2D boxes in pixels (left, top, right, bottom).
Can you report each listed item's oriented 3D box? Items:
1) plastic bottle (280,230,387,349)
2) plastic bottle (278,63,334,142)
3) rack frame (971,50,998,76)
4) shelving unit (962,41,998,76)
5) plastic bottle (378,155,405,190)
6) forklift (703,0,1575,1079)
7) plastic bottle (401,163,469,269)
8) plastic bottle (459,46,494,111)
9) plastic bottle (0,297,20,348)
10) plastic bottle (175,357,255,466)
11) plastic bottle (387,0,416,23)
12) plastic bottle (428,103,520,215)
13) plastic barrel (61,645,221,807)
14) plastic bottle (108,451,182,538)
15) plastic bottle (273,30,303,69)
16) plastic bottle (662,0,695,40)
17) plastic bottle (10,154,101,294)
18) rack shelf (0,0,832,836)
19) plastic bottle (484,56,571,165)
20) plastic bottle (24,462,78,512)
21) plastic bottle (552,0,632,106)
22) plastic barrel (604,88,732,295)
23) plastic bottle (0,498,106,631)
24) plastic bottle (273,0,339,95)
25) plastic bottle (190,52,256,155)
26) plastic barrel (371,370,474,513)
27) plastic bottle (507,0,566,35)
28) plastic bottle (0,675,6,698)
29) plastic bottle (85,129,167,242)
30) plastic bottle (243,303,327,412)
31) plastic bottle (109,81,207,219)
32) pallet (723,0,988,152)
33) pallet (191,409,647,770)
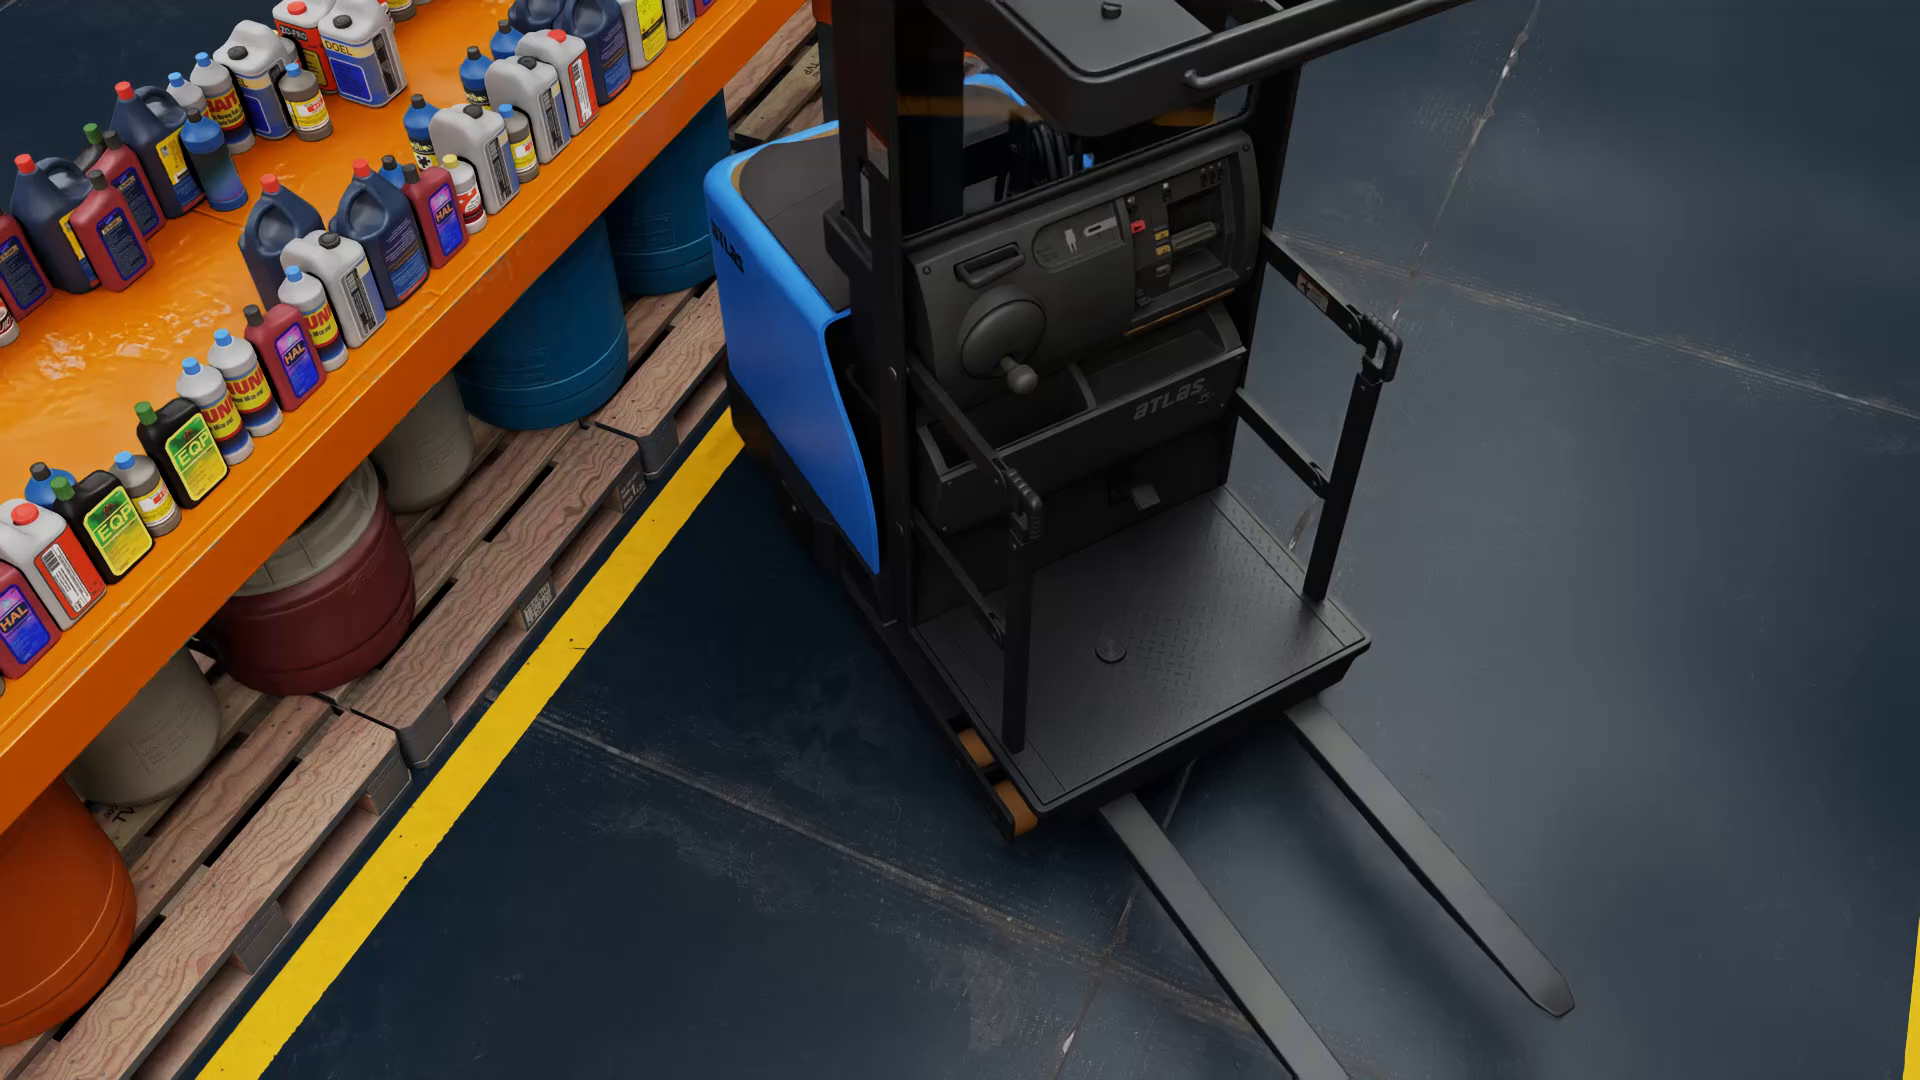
[{"bbox_3d":[-1.461,-0.604,3.876,0.152,0.276,0.135,20,52,16],"label":"plastic bottle"},{"bbox_3d":[-1.737,-1.166,4.403,0.097,0.201,0.097,0,50,0],"label":"plastic bottle"},{"bbox_3d":[-0.004,-1.410,5.646,0.240,1.200,0.006,17,20,14],"label":"rack frame"},{"bbox_3d":[0.025,-1.434,5.730,0.258,1.200,0.189,17,20,14],"label":"shelving unit"},{"bbox_3d":[-1.362,-0.820,4.063,0.097,0.271,0.097,0,50,0],"label":"plastic bottle"},{"bbox_3d":[0.428,-0.548,3.792,1.130,2.935,3.031,-24,54,-19],"label":"forklift"},{"bbox_3d":[-1.283,-0.811,4.047,0.061,0.283,0.133,20,52,16],"label":"plastic bottle"},{"bbox_3d":[-1.247,-1.169,4.359,0.097,0.271,0.097,0,50,0],"label":"plastic bottle"},{"bbox_3d":[-2.288,-0.551,3.880,0.097,0.201,0.097,0,50,0],"label":"plastic bottle"},{"bbox_3d":[-1.626,-0.288,3.610,0.097,0.271,0.097,0,50,0],"label":"plastic bottle"},{"bbox_3d":[-1.636,-1.601,4.774,0.097,0.201,0.097,0,50,0],"label":"plastic bottle"},{"bbox_3d":[-1.226,-0.983,4.198,0.152,0.276,0.135,20,52,16],"label":"plastic bottle"},{"bbox_3d":[-2.176,0.414,4.286,0.421,0.512,0.421,0,50,0],"label":"plastic barrel"},{"bbox_3d":[-1.724,-0.106,3.501,0.097,0.201,0.097,0,50,0],"label":"plastic bottle"},{"bbox_3d":[-1.833,-1.283,4.502,0.097,0.201,0.097,0,50,0],"label":"plastic bottle"},{"bbox_3d":[-0.854,-1.582,4.708,0.152,0.276,0.135,20,52,16],"label":"plastic bottle"},{"bbox_3d":[-2.149,-0.781,3.977,0.144,0.351,0.185,20,52,16],"label":"plastic bottle"},{"bbox_3d":[-1.676,-0.640,4.298,1.077,0.370,4.000,20,52,16],"label":"rack shelf"},{"bbox_3d":[-1.126,-1.142,4.334,0.152,0.276,0.135,20,52,16],"label":"plastic bottle"},{"bbox_3d":[-1.836,-0.057,3.413,0.097,0.271,0.097,0,50,0],"label":"plastic bottle"},{"bbox_3d":[-0.997,-1.368,4.477,0.144,0.351,0.185,20,52,16],"label":"plastic bottle"},{"bbox_3d":[-1.069,-1.338,5.521,0.600,0.901,0.708,20,52,16],"label":"plastic barrel"},{"bbox_3d":[-1.855,0.033,3.334,0.152,0.276,0.135,20,52,16],"label":"plastic bottle"},{"bbox_3d":[-1.759,-1.378,4.534,0.152,0.276,0.135,20,52,16],"label":"plastic bottle"},{"bbox_3d":[-1.932,-1.146,4.340,0.097,0.271,0.097,0,50,0],"label":"plastic bottle"},{"bbox_3d":[-1.694,-0.364,4.948,0.421,0.512,0.421,0,50,0],"label":"plastic barrel"},{"bbox_3d":[-1.127,-1.415,4.517,0.144,0.351,0.185,20,52,16],"label":"plastic bottle"},{"bbox_3d":[-1.937,0.237,3.209,0.097,0.201,0.097,0,50,0],"label":"plastic bottle"},{"bbox_3d":[-2.064,-0.862,4.091,0.061,0.283,0.133,20,52,16],"label":"plastic bottle"},{"bbox_3d":[-1.518,-0.432,3.725,0.061,0.283,0.133,20,52,16],"label":"plastic bottle"},{"bbox_3d":[-2.013,-1.000,4.164,0.144,0.351,0.185,20,52,16],"label":"plastic bottle"},{"bbox_3d":[-0.542,-1.866,6.699,1.003,0.211,1.213,20,52,16],"label":"pallet"},{"bbox_3d":[-1.709,0.014,5.099,1.003,0.211,1.213,20,52,16],"label":"pallet"}]
